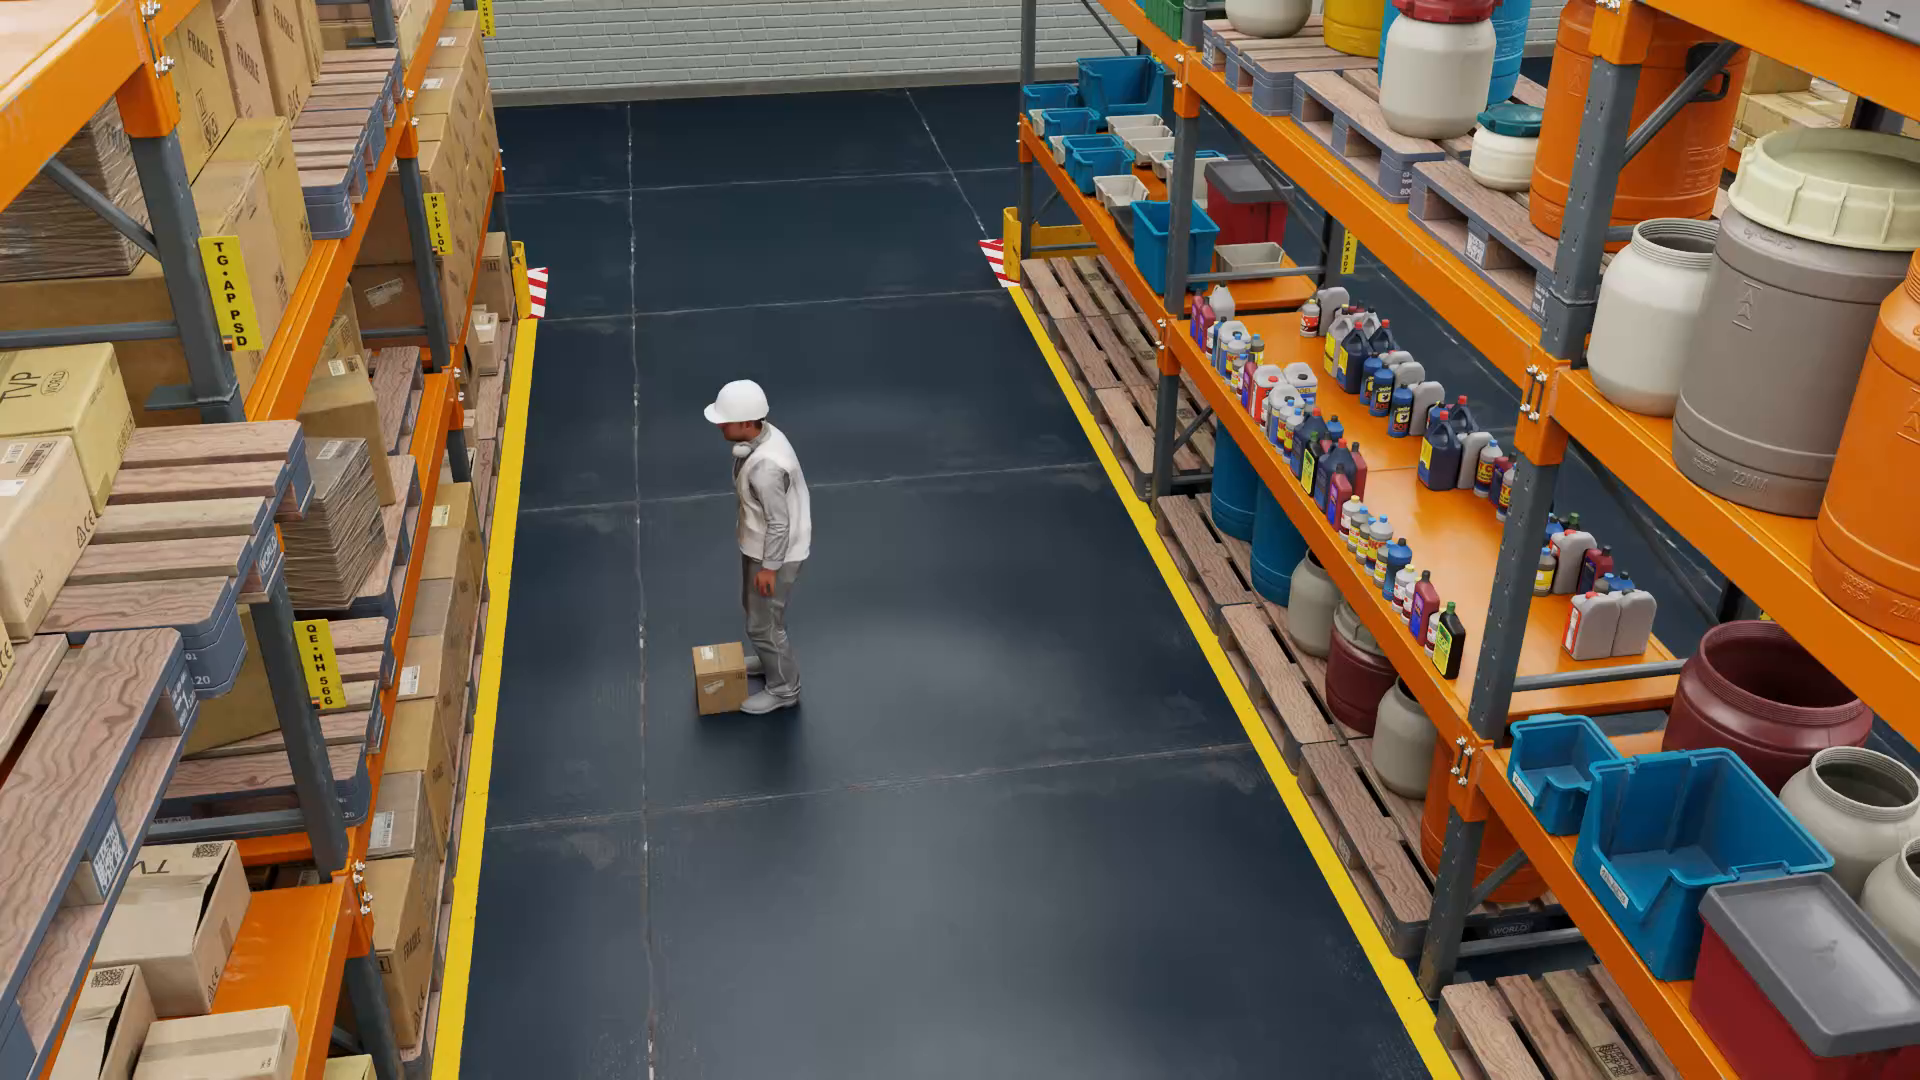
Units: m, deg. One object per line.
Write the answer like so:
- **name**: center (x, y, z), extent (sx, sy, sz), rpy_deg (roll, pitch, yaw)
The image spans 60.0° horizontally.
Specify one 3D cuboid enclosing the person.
- **person**: center (-0.955, 0.021, 8.080), extent (0.465, 1.767, 0.590), rpy_deg (-7, 31, -12)
